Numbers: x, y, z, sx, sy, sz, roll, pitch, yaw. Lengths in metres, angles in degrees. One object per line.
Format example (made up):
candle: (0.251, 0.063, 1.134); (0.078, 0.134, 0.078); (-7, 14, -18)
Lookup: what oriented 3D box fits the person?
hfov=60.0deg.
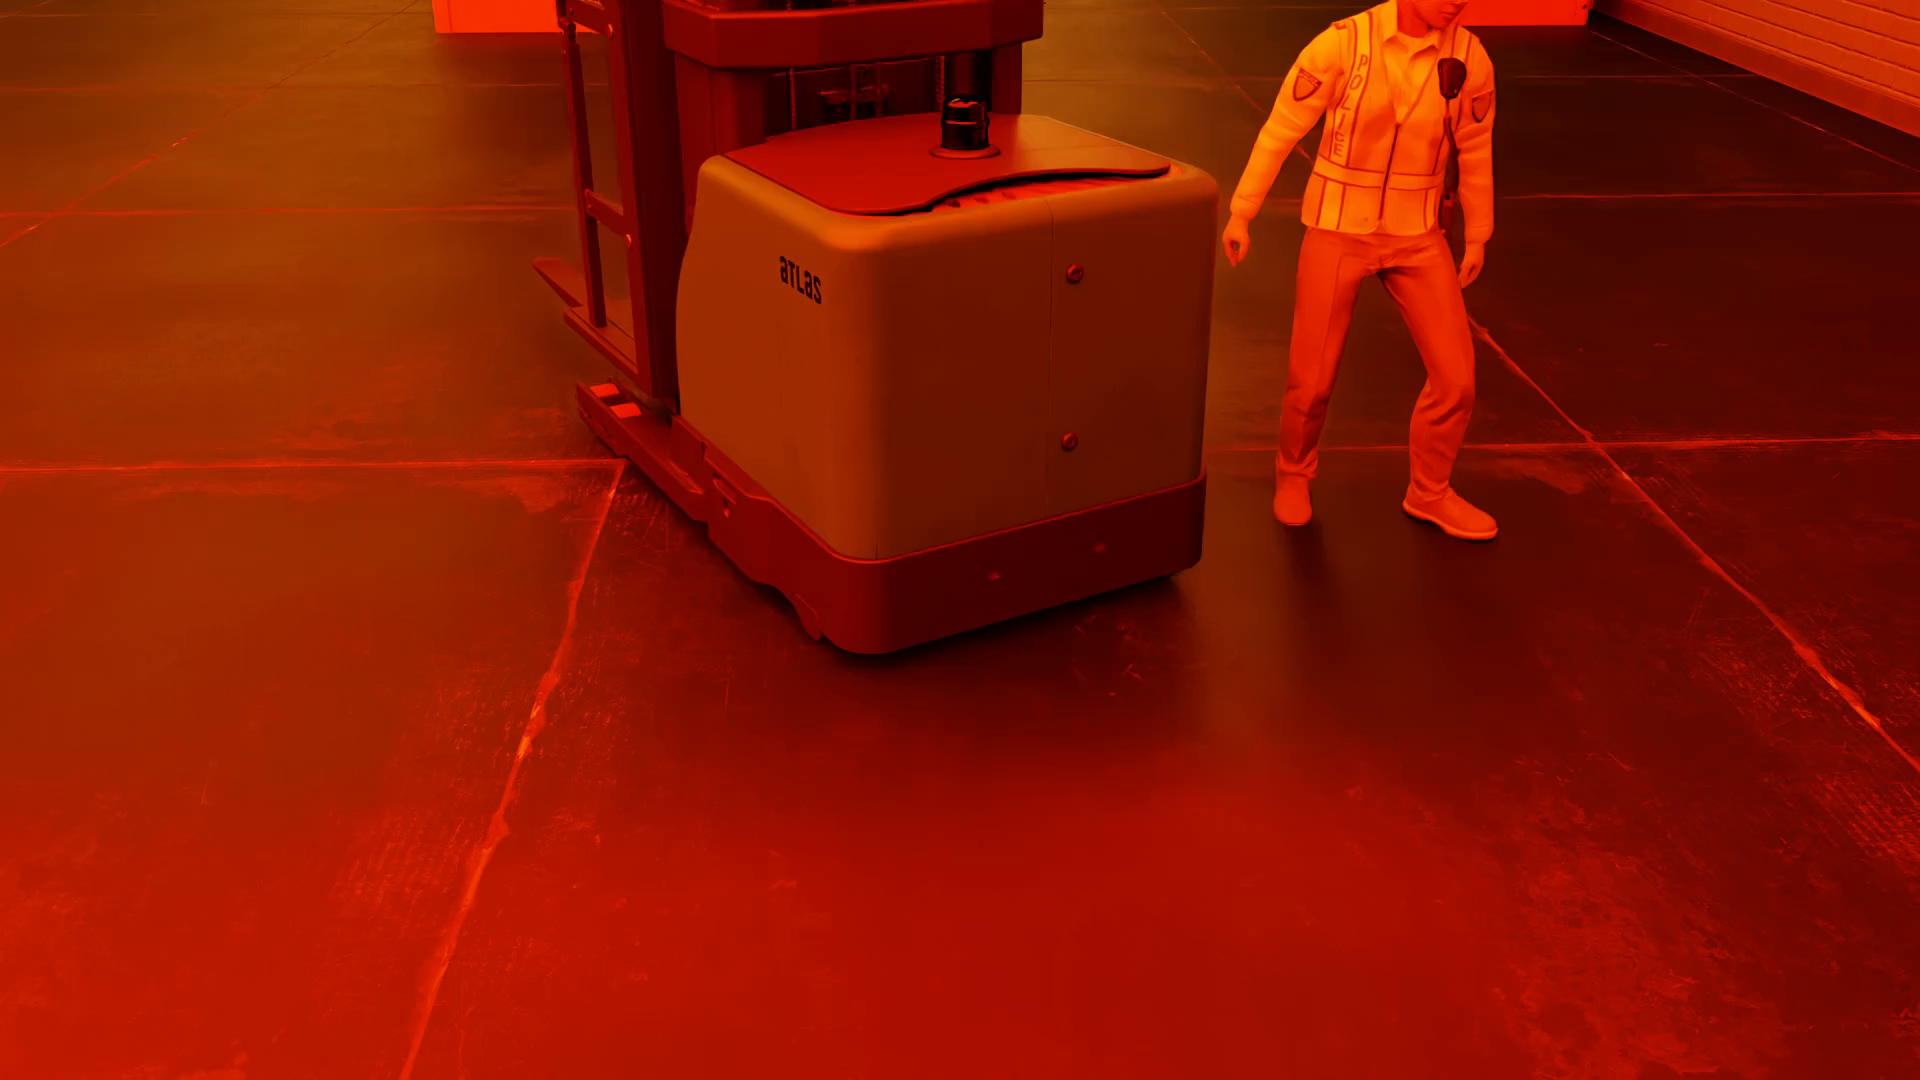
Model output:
person: (1.089, -0.778, 4.347); (0.796, 1.641, 0.417); (2, 26, 5)

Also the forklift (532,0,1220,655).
forklift: (-0.545, -1.659, 4.622); (1.130, 2.935, 3.031); (-14, 29, -27)
